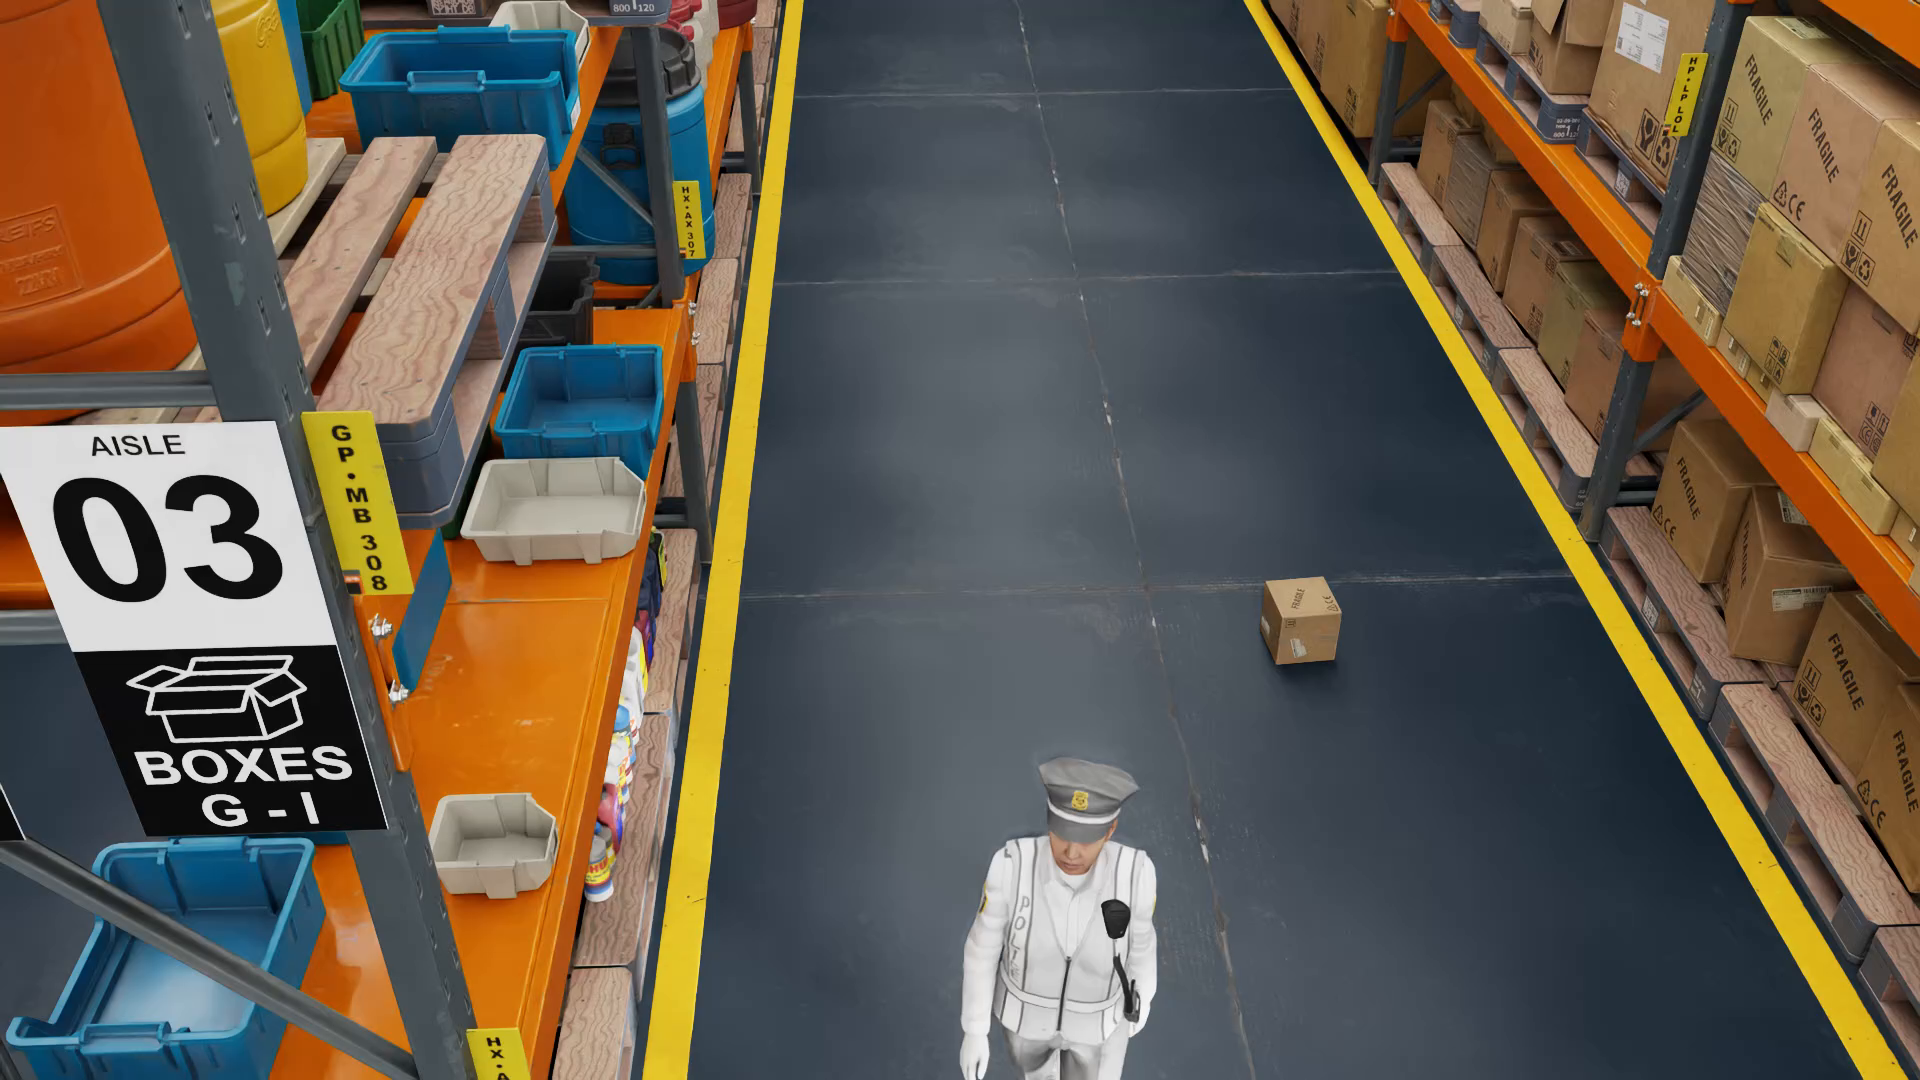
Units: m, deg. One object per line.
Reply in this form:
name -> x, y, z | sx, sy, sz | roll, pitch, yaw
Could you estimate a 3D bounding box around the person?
person -> 0.260, 1.226, 4.387 | 0.503, 1.642, 0.962 | 5, 36, 7
